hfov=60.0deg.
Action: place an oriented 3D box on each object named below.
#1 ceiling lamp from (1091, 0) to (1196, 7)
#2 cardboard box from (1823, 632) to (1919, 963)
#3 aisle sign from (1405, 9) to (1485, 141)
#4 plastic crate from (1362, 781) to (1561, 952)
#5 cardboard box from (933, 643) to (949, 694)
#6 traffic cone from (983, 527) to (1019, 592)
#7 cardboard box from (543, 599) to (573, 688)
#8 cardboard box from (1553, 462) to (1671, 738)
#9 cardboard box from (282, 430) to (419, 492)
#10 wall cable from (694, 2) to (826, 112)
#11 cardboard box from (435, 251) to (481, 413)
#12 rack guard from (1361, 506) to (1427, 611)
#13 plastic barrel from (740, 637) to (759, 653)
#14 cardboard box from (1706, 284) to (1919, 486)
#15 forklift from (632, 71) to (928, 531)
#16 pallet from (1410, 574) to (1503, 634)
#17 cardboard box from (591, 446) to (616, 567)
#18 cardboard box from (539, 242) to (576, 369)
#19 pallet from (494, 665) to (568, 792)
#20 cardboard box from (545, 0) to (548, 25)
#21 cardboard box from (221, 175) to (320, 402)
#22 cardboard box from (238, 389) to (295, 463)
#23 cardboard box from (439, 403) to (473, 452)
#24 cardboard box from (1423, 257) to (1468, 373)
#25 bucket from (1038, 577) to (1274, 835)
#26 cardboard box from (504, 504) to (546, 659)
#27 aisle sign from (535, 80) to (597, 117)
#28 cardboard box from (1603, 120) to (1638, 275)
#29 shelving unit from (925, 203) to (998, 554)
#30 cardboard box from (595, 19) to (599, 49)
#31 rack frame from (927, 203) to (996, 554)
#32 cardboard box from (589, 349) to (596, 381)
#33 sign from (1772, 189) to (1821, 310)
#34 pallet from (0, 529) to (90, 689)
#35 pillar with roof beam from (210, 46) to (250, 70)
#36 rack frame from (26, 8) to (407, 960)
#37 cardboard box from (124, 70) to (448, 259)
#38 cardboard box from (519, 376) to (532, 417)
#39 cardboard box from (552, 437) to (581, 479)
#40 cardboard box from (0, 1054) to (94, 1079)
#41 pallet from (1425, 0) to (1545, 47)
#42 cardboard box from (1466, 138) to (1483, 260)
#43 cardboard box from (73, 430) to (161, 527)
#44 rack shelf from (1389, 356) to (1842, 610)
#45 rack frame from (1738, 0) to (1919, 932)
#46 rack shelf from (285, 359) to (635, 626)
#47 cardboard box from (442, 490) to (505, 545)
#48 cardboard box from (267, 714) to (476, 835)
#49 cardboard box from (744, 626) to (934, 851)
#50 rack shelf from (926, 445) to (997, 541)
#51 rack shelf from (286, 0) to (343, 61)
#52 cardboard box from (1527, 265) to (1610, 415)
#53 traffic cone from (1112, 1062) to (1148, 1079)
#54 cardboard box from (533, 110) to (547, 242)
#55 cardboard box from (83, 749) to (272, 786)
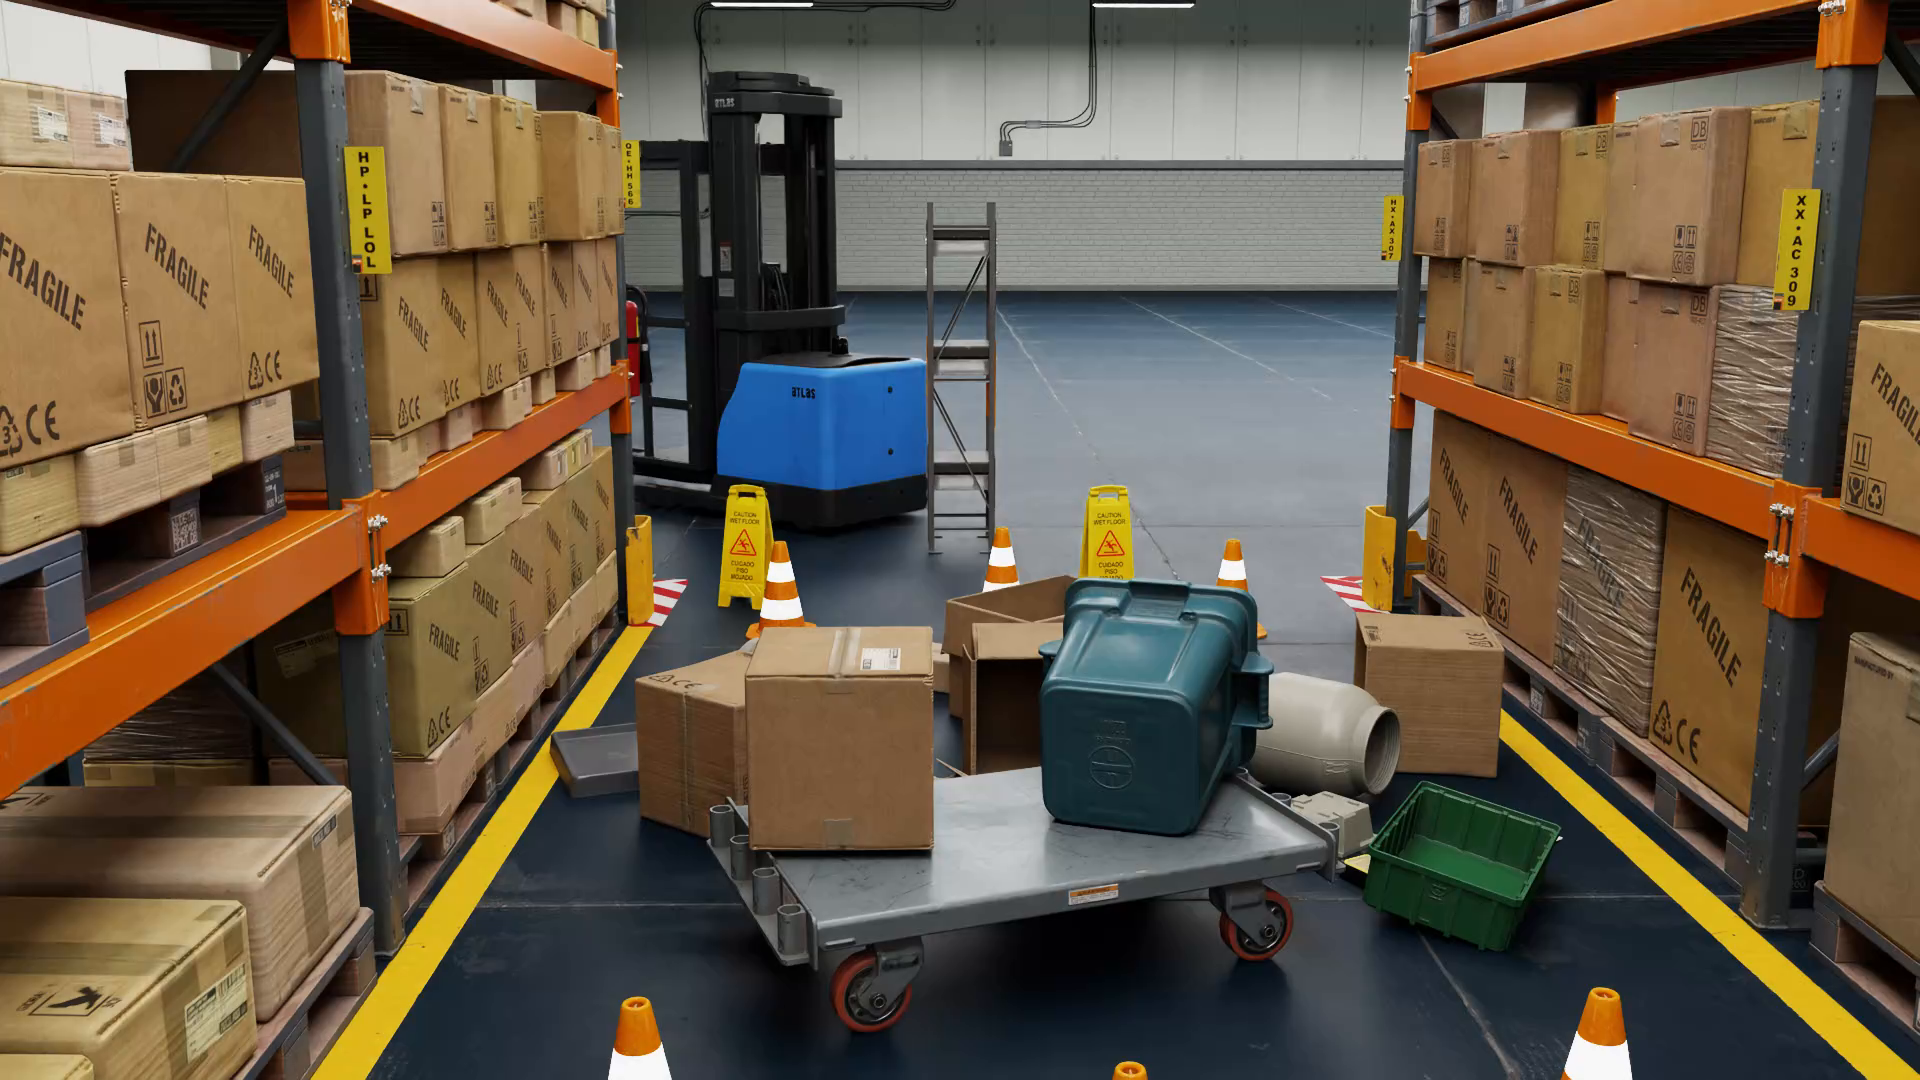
[{"bbox_3d":[3.560,-11.970,32.248,2.000,3.185,0.800,0,11,-1],"label":"ceiling lamp"},{"bbox_3d":[2.945,0.687,4.230,1.050,0.750,0.750,0,11,-1],"label":"cardboard box"},{"bbox_3d":[2.458,-2.415,8.379,0.394,0.787,0.004,0,11,-1],"label":"aisle sign"},{"bbox_3d":[1.529,0.988,5.072,0.450,0.188,0.662,17,18,26],"label":"plastic crate"},{"bbox_3d":[-0.141,0.562,7.416,0.380,0.149,0.250,6,13,28],"label":"cardboard box"},{"bbox_3d":[0.214,0.164,8.587,0.336,0.463,0.334,0,11,-1],"label":"traffic cone"},{"bbox_3d":[-1.883,0.421,6.799,0.500,0.250,0.500,-1,11,-3],"label":"cardboard box"},{"bbox_3d":[2.877,0.198,6.325,0.875,0.875,0.875,0,11,-1],"label":"cardboard box"},{"bbox_3d":[-1.791,-0.233,4.796,0.380,0.149,0.250,0,11,-1],"label":"cardboard box"},{"bbox_3d":[-4.691,-11.383,39.143,3.097,2.526,0.112,0,11,-1],"label":"wall cable"},{"bbox_3d":[-1.869,-0.675,5.344,0.500,0.500,0.500,0,11,-1],"label":"cardboard box"},{"bbox_3d":[2.759,0.092,8.846,1.175,0.500,0.348,0,11,-1],"label":"rack guard"},{"bbox_3d":[-0.631,0.580,6.638,0.512,0.421,0.421,9,15,38],"label":"plastic barrel"},{"bbox_3d":[2.823,-0.479,5.001,0.875,0.550,0.550,0,11,-1],"label":"cardboard box"},{"bbox_3d":[-1.652,-1.709,11.612,3.031,2.935,1.130,9,15,39],"label":"forklift"},{"bbox_3d":[2.854,0.397,8.069,1.003,0.211,1.213,0,11,-1],"label":"pallet"},{"bbox_3d":[-1.910,-0.155,7.752,0.500,0.500,0.500,0,11,-1],"label":"cardboard box"},{"bbox_3d":[-1.888,-0.976,6.828,0.500,0.500,0.500,0,11,-1],"label":"cardboard box"},{"bbox_3d":[-2.182,0.698,6.588,1.003,0.211,1.213,0,11,-1],"label":"pallet"},{"bbox_3d":[-1.952,-2.212,7.004,0.380,0.149,0.250,0,11,-1],"label":"cardboard box"},{"bbox_3d":[-1.866,-0.602,3.926,0.500,0.500,0.500,0,11,-2],"label":"cardboard box"},{"bbox_3d":[-1.818,-0.274,3.940,0.380,0.149,0.250,0,11,0],"label":"cardboard box"},{"bbox_3d":[-1.854,-0.385,5.545,0.380,0.149,0.250,0,11,1],"label":"cardboard box"},{"bbox_3d":[2.812,-1.128,8.196,0.875,0.550,0.550,0,11,-1],"label":"cardboard box"},{"bbox_3d":[0.534,0.509,4.916,0.726,0.611,0.620,4,22,18],"label":"bucket"},{"bbox_3d":[-1.879,0.154,6.228,0.500,0.500,0.500,0,11,2],"label":"cardboard box"},{"bbox_3d":[-1.899,-2.375,8.183,0.394,0.787,0.004,0,11,-1],"label":"aisle sign"},{"bbox_3d":[2.868,-1.226,5.963,0.875,0.550,0.550,0,11,-1],"label":"cardboard box"},{"bbox_3d":[0.003,-0.996,10.188,0.431,2.100,0.503,0,11,-1],"label":"shelving unit"},{"bbox_3d":[-1.900,-2.365,7.758,0.380,0.149,0.250,0,11,-1],"label":"cardboard box"},{"bbox_3d":[0.008,-0.948,9.949,0.400,2.100,0.015,0,11,-1],"label":"rack frame"},{"bbox_3d":[-1.866,-0.790,7.540,0.380,0.149,0.250,0,11,-2],"label":"cardboard box"},{"bbox_3d":[2.287,-0.793,4.548,0.100,0.325,0.005,0,11,-1],"label":"sign"},{"bbox_3d":[-2.104,0.204,2.494,1.003,0.211,1.213,0,11,-1],"label":"pallet"},{"bbox_3d":[-3.981,-6.267,18.819,9.100,9.000,0.400,0,11,-1],"label":"pillar with roof beam"},{"bbox_3d":[-2.105,-0.292,4.455,1.000,3.000,0.127,0,11,-1],"label":"rack frame"},{"bbox_3d":[-1.897,-1.065,4.752,0.700,0.500,0.500,0,11,-2],"label":"cardboard box"},{"bbox_3d":[-1.841,-0.537,6.295,0.380,0.149,0.250,0,11,-1],"label":"cardboard box"},{"bbox_3d":[-1.833,-0.350,7.083,0.380,0.149,0.250,0,11,0],"label":"cardboard box"},{"bbox_3d":[-2.057,1.175,2.775,0.950,0.372,0.625,0,11,1],"label":"cardboard box"},{"bbox_3d":[2.785,-2.407,7.558,1.003,0.211,1.213,0,11,-1],"label":"pallet"},{"bbox_3d":[2.832,-1.548,7.550,0.875,0.550,0.550,0,11,-1],"label":"cardboard box"},{"bbox_3d":[-1.780,-0.120,3.180,0.380,0.149,0.250,0,11,-1],"label":"cardboard box"},{"bbox_3d":[2.801,-0.378,6.686,1.077,0.370,4.000,0,11,-1],"label":"rack shelf"},{"bbox_3d":[2.842,-0.333,4.655,1.000,3.000,0.127,0,11,-1],"label":"rack frame"},{"bbox_3d":[-2.146,-0.337,6.487,1.077,0.370,4.000,0,11,-1],"label":"rack shelf"},{"bbox_3d":[-1.802,-0.082,5.759,0.380,0.149,0.250,0,11,1],"label":"cardboard box"},{"bbox_3d":[-1.847,0.731,5.271,0.500,0.250,0.500,-1,11,-4],"label":"cardboard box"},{"bbox_3d":[-0.326,0.548,4.694,0.500,0.500,0.500,0,11,-1],"label":"cardboard box"},{"bbox_3d":[0.003,-0.297,10.330,0.431,0.518,0.480,0,11,-1],"label":"rack shelf"},{"bbox_3d":[-2.063,-1.012,2.269,1.077,0.370,4.000,0,11,-1],"label":"rack shelf"},{"bbox_3d":[2.784,-0.801,6.588,0.875,0.550,0.500,0,11,-1],"label":"cardboard box"},{"bbox_3d":[0.326,1.245,3.257,0.336,0.463,0.334,0,11,-1],"label":"traffic cone"},{"bbox_3d":[-1.971,-1.370,6.254,0.700,0.500,0.500,0,11,-2],"label":"cardboard box"},{"bbox_3d":[-2.386,0.733,5.261,0.500,0.250,0.500,0,11,1],"label":"cardboard box"}]
